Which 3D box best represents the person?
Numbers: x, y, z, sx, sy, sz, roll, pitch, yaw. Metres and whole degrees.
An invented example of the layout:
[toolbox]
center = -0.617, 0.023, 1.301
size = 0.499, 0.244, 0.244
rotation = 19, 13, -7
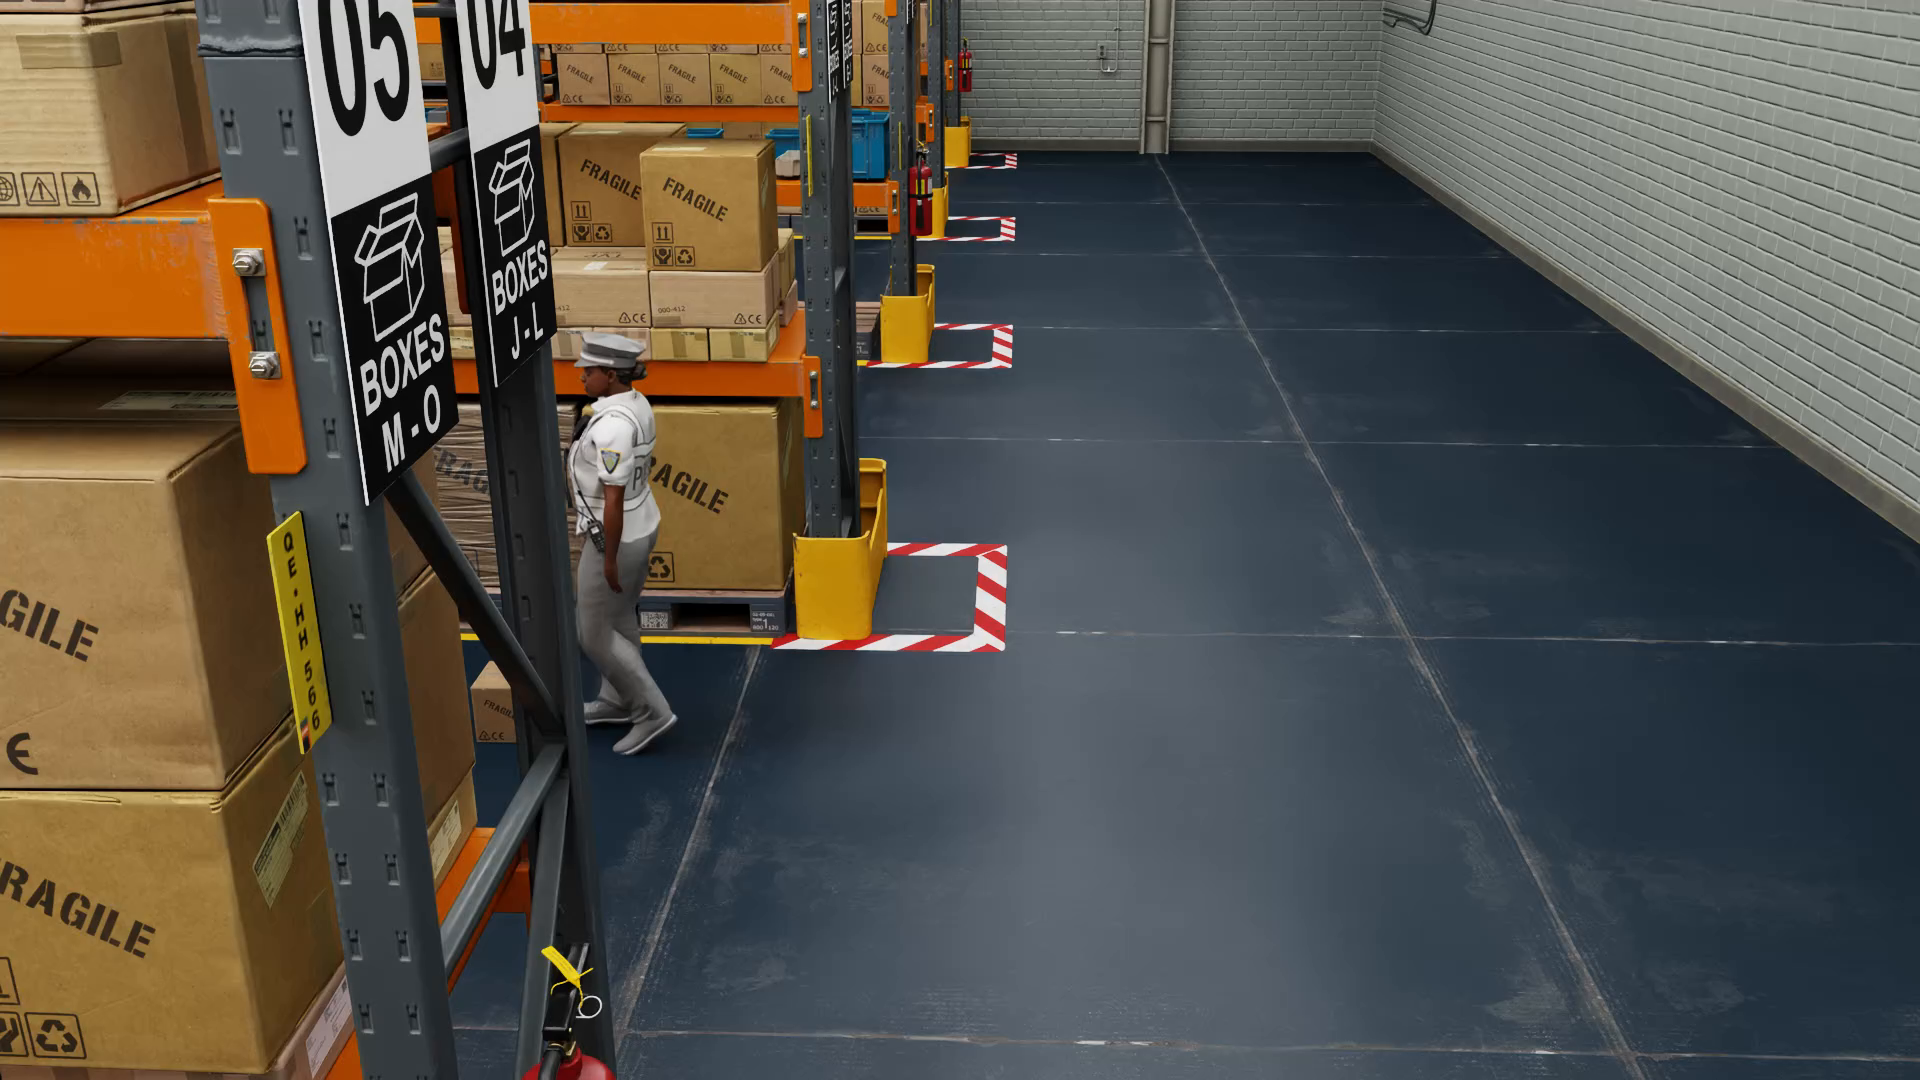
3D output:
[person]
center = -1.388, 0.015, 6.547
size = 0.514, 1.715, 0.454
rotation = 1, 21, 2
